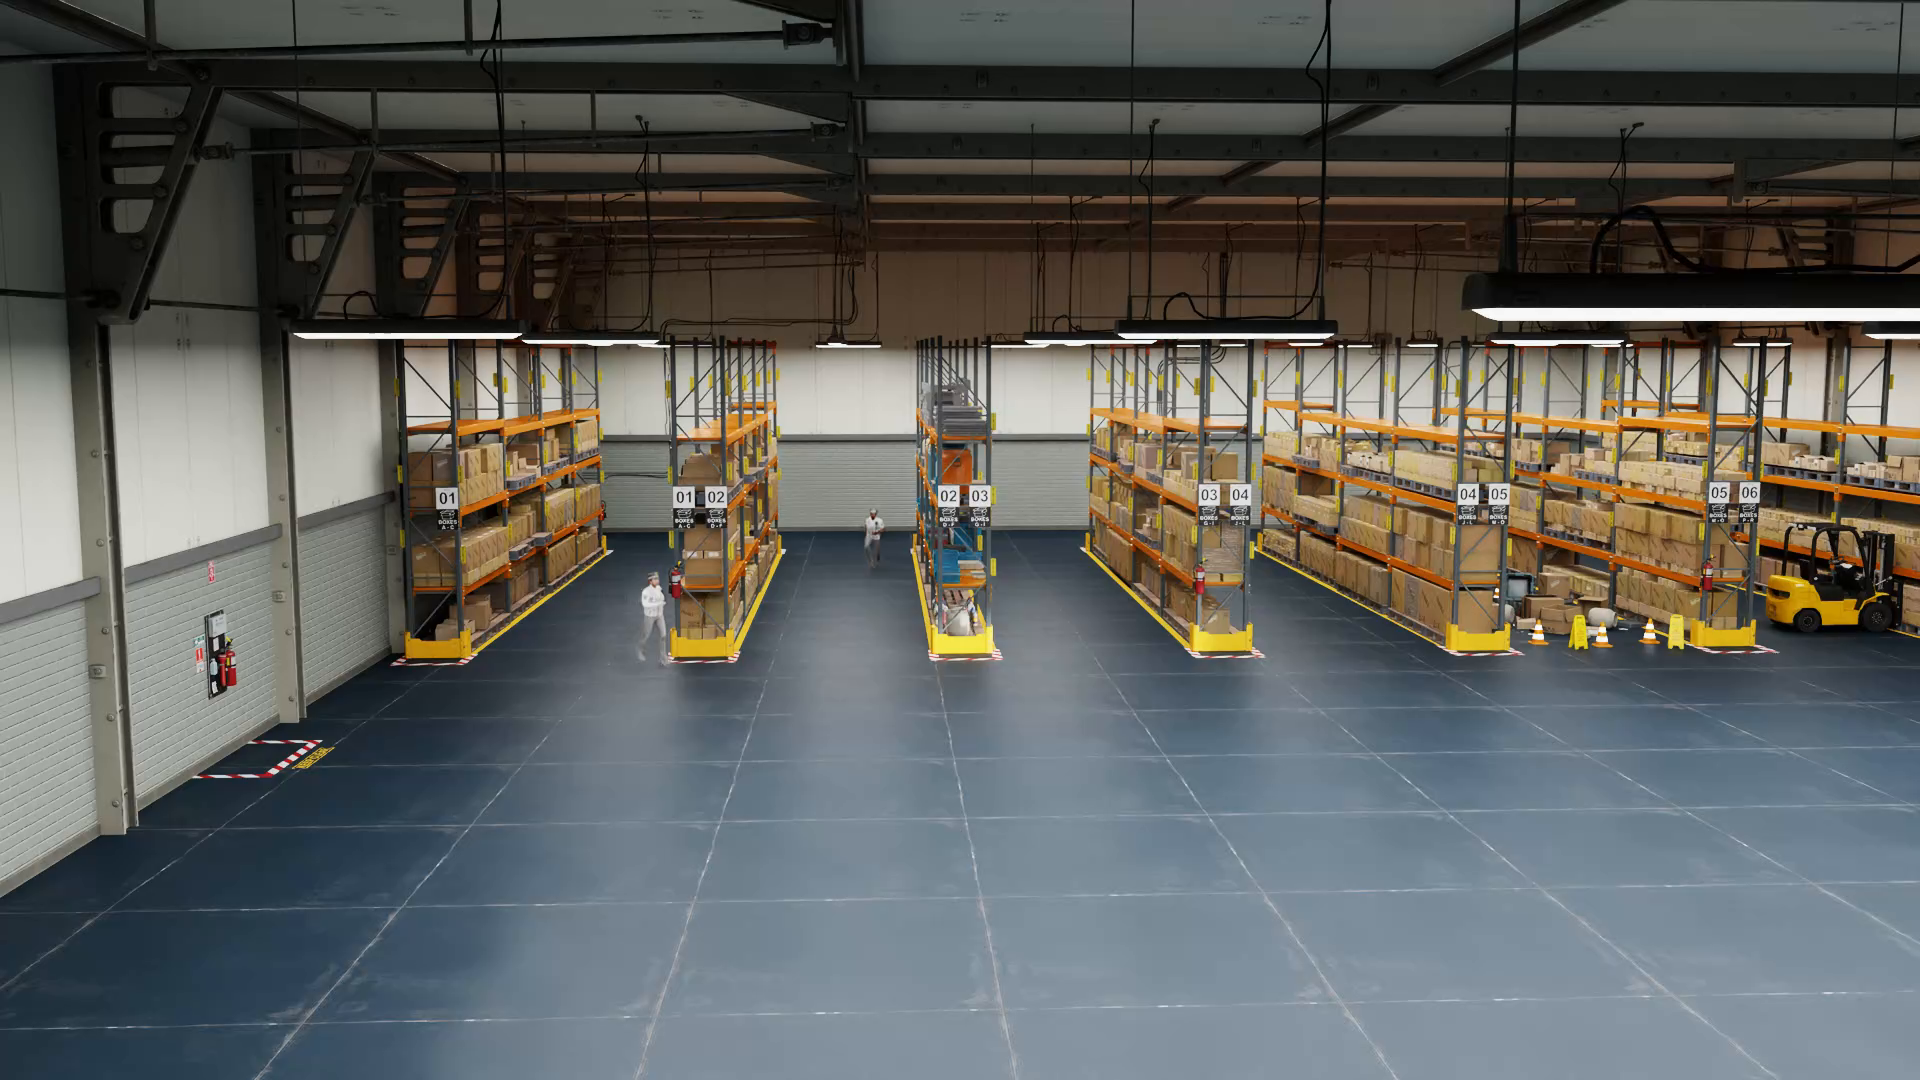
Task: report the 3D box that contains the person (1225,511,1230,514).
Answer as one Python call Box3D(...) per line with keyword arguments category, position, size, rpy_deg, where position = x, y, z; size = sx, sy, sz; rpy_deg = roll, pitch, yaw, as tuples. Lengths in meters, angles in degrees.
Box3D(category="person", position=(7.476, -0.456, 47.208), size=(0.551, 1.632, 0.653), rpy_deg=(1, 7, 7))

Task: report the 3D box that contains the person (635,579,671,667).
Box3D(category="person", position=(-5.623, 1.439, 30.380), size=(0.883, 1.679, 0.589), rpy_deg=(6, 9, 42))

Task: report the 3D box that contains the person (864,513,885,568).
Box3D(category="person", position=(-2.197, -0.037, 42.988), size=(0.532, 1.537, 1.009), rpy_deg=(0, 6, 1))

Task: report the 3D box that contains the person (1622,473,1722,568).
Box3D(category="person", position=(15.480, -0.105, 36.406), size=(3.103, 3.285, 7.662), rpy_deg=(-1, 7, -7))
